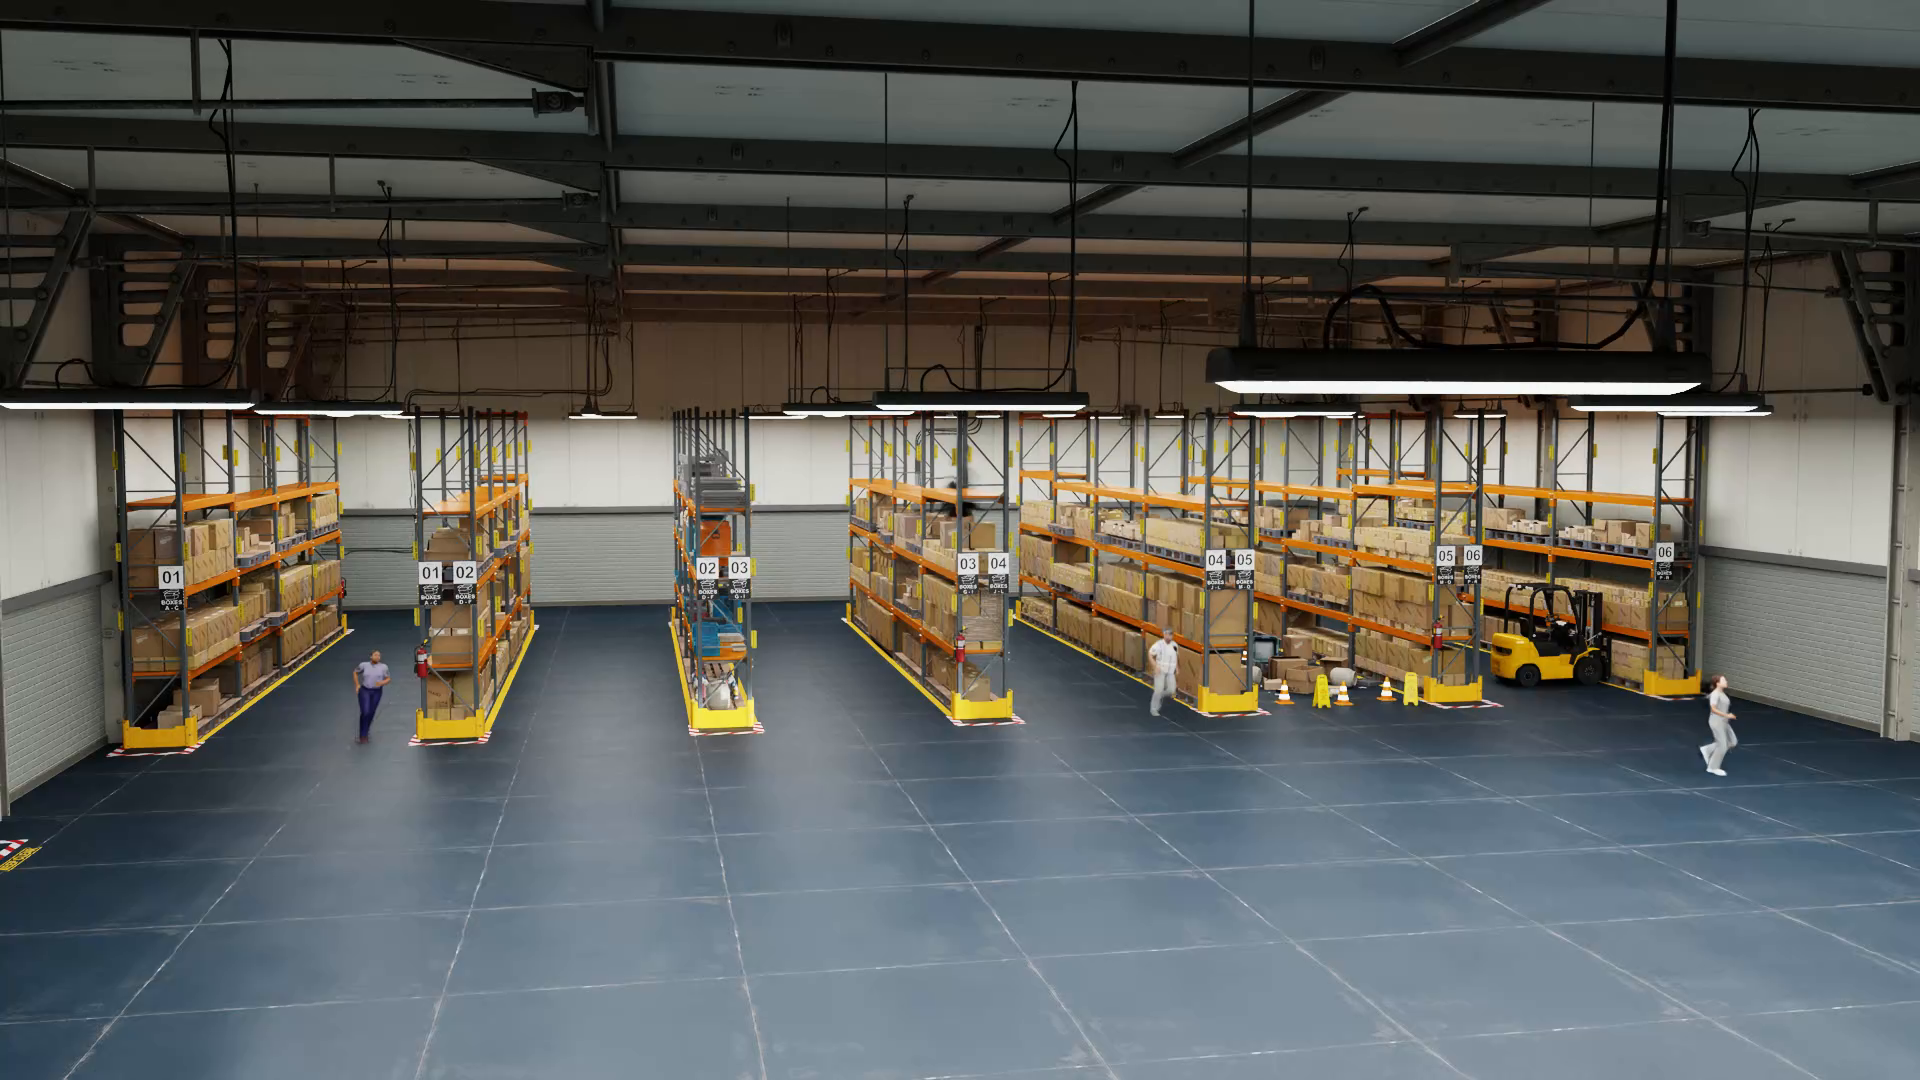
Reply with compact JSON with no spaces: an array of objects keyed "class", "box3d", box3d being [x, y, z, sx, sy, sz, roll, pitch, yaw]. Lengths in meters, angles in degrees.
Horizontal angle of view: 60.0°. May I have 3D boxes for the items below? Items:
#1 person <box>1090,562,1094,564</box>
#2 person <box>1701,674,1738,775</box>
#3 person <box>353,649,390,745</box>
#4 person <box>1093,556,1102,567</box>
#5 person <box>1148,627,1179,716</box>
[{"class":"person","box3d":[3.860,1.451,48.702,0.589,1.610,0.721,-1,4,-17]},{"class":"person","box3d":[12.342,2.988,27.016,0.564,1.636,0.601,3,5,39]},{"class":"person","box3d":[-10.566,2.802,29.884,0.604,1.684,0.691,-3,5,-35]},{"class":"person","box3d":[4.111,1.290,50.445,0.789,1.782,0.630,0,4,-5]},{"class":"person","box3d":[4.024,2.558,32.550,0.716,1.723,0.543,-2,4,-22]}]
